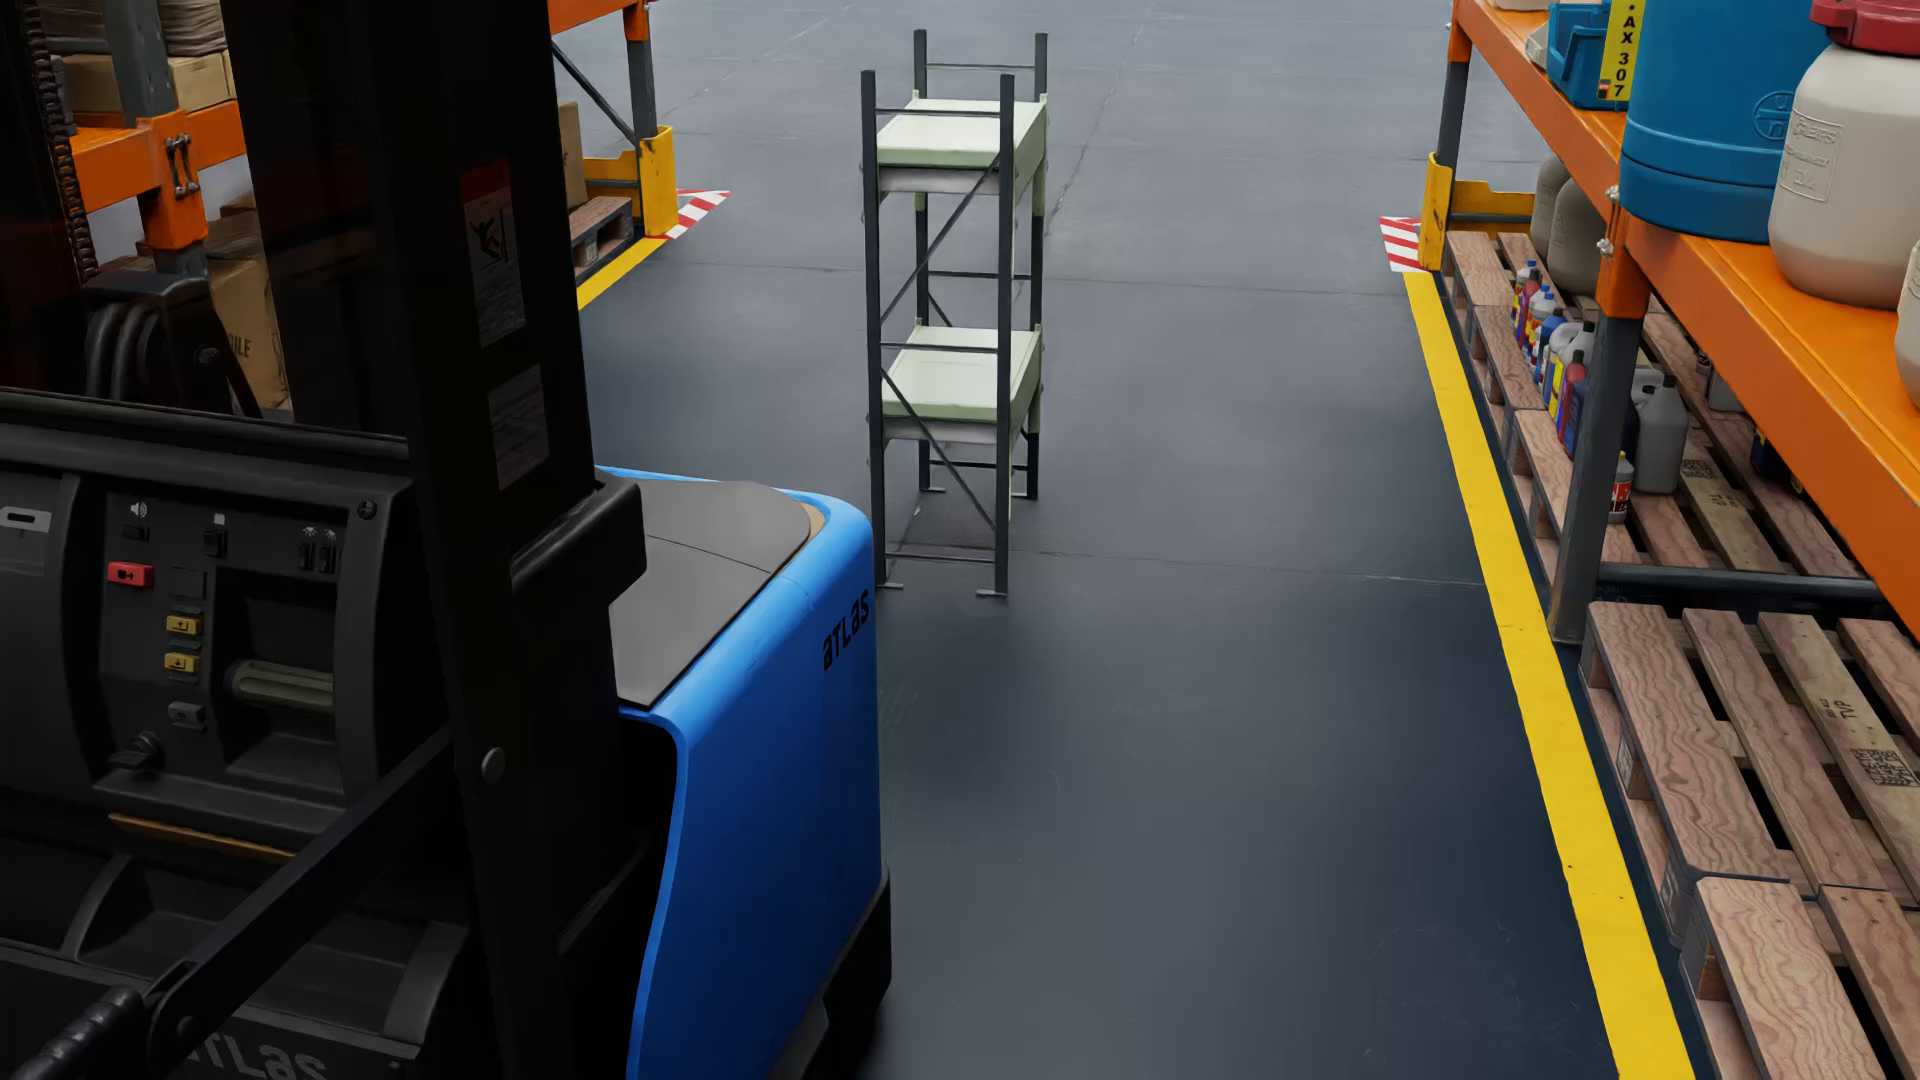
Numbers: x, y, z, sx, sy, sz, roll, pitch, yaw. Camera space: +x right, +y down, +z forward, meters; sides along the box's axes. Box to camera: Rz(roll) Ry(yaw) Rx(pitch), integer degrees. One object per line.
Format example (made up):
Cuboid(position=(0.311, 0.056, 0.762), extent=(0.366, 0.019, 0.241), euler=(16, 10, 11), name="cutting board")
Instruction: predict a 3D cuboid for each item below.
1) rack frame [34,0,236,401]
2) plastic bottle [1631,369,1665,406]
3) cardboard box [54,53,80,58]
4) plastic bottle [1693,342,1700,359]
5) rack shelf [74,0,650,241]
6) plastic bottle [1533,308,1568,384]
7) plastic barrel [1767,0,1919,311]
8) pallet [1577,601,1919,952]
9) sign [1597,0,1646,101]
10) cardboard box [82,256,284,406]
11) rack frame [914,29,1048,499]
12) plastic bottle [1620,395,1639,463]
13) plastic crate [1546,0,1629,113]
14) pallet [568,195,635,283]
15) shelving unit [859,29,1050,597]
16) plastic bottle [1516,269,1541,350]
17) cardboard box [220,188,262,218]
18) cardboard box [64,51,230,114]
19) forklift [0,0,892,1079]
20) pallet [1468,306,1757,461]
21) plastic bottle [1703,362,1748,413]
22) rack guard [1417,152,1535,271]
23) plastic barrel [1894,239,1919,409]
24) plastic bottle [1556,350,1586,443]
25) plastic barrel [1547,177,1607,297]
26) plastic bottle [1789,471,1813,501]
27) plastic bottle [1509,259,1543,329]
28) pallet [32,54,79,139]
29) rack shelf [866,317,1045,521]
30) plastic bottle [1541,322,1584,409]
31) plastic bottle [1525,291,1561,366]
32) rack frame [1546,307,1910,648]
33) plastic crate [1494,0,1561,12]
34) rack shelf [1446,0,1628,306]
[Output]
Cuboid(position=(-2.736, -1.399, 4.701), extent=(1.000, 3.000, 0.127), euler=(4, 25, 9), name="rack frame")
Cuboid(position=(2.153, -0.391, 5.242), extent=(0.152, 0.276, 0.135), euler=(4, 25, 9), name="plastic bottle")
Cuboid(position=(-2.940, -1.500, 5.212), extent=(0.380, 0.149, 0.250), euler=(4, 25, 9), name="cardboard box")
Cuboid(position=(2.763, -0.803, 6.112), extent=(0.061, 0.283, 0.133), euler=(4, 25, 9), name="plastic bottle")
Cuboid(position=(-2.409, -1.910, 6.640), extent=(1.077, 0.370, 4.000), euler=(4, 25, 9), name="rack shelf")
Cuboid(position=(2.095, -0.686, 5.876), extent=(0.097, 0.271, 0.097), euler=(0, 25, 0), name="plastic bottle")
Cuboid(position=(1.778, -0.733, 3.116), extent=(0.433, 0.535, 0.433), euler=(0, 25, 0), name="plastic barrel")
Cuboid(position=(2.061, 0.538, 3.851), extent=(1.003, 0.211, 1.213), euler=(4, 25, 9), name="pallet")
Cuboid(position=(1.610, -1.224, 4.000), extent=(0.100, 0.325, 0.005), euler=(4, 25, 9), name="sign")
Cuboid(position=(-2.631, -0.622, 5.493), extent=(0.500, 0.500, 0.500), euler=(3, 25, 7), name="cardboard box")
Cuboid(position=(0.061, -0.835, 5.265), extent=(0.400, 1.500, 0.023), euler=(4, 25, 9), name="rack frame")
Cuboid(position=(1.972, -0.345, 5.054), extent=(0.144, 0.351, 0.185), euler=(3, 25, 7), name="plastic bottle")
Cuboid(position=(2.064, -1.470, 5.028), extent=(0.499, 0.251, 0.616), euler=(4, 25, 9), name="plastic crate")
Cuboid(position=(-2.262, -1.440, 8.077), extent=(1.003, 0.211, 1.213), euler=(4, 25, 9), name="pallet")
Cuboid(position=(0.001, -0.682, 4.938), extent=(0.431, 1.500, 0.755), euler=(4, 25, 9), name="shelving unit")
Cuboid(position=(2.146, -0.868, 6.251), extent=(0.061, 0.283, 0.133), euler=(4, 25, 9), name="plastic bottle")
Cuboid(position=(-2.521, -1.127, 6.572), extent=(0.500, 0.500, 0.500), euler=(2, 25, 4), name="cardboard box")
Cuboid(position=(-2.404, -1.354, 4.902), extent=(0.380, 0.149, 0.250), euler=(4, 25, 9), name="cardboard box")
Cuboid(position=(-1.061, 0.107, 1.565), extent=(1.130, 2.935, 3.031), euler=(8, 26, 16), name="forklift")
Cuboid(position=(2.499, -0.583, 6.246), extent=(1.003, 0.211, 1.213), euler=(4, 25, 9), name="pallet")
Cuboid(position=(2.642, -0.587, 5.660), extent=(0.152, 0.276, 0.135), euler=(4, 25, 9), name="plastic bottle")
Cuboid(position=(2.838, -1.562, 7.997), extent=(1.175, 0.500, 0.348), euler=(4, 25, 9), name="rack guard")
Cuboid(position=(1.658, -0.426, 2.461), extent=(0.433, 0.535, 0.433), euler=(0, 25, 0), name="plastic barrel")
Cuboid(position=(1.988, -0.466, 5.392), extent=(0.061, 0.283, 0.133), euler=(6, 26, 12), name="plastic bottle")
Cuboid(position=(2.690, -1.302, 6.933), extent=(0.421, 0.512, 0.421), euler=(0, 25, 0), name="plastic barrel")
Cuboid(position=(2.556, -0.272, 4.978), extent=(0.061, 0.283, 0.133), euler=(4, 25, 9), name="plastic bottle")
Cuboid(position=(2.201, -0.956, 6.453), extent=(0.097, 0.271, 0.097), euler=(0, 25, 0), name="plastic bottle")
Cuboid(position=(-3.004, -1.003, 4.080), extent=(1.003, 0.211, 1.213), euler=(4, 25, 9), name="pallet")
Cuboid(position=(0.001, -0.387, 5.076), extent=(0.431, 0.370, 0.720), euler=(4, 25, 9), name="rack shelf")
Cuboid(position=(2.086, -0.594, 5.675), extent=(0.152, 0.276, 0.135), euler=(4, 25, 9), name="plastic bottle")
Cuboid(position=(2.128, -0.771, 6.057), extent=(0.097, 0.271, 0.097), euler=(0, 25, 0), name="plastic bottle")
Cuboid(position=(2.151, -1.056, 3.968), extent=(1.000, 3.000, 0.127), euler=(4, 25, 9), name="rack frame")
Cuboid(position=(2.341, -2.257, 6.846), extent=(0.298, 0.136, 0.250), euler=(4, 25, 9), name="plastic crate")
Cuboid(position=(2.478, -1.567, 5.907), extent=(1.077, 0.370, 4.000), euler=(4, 25, 9), name="rack shelf")
